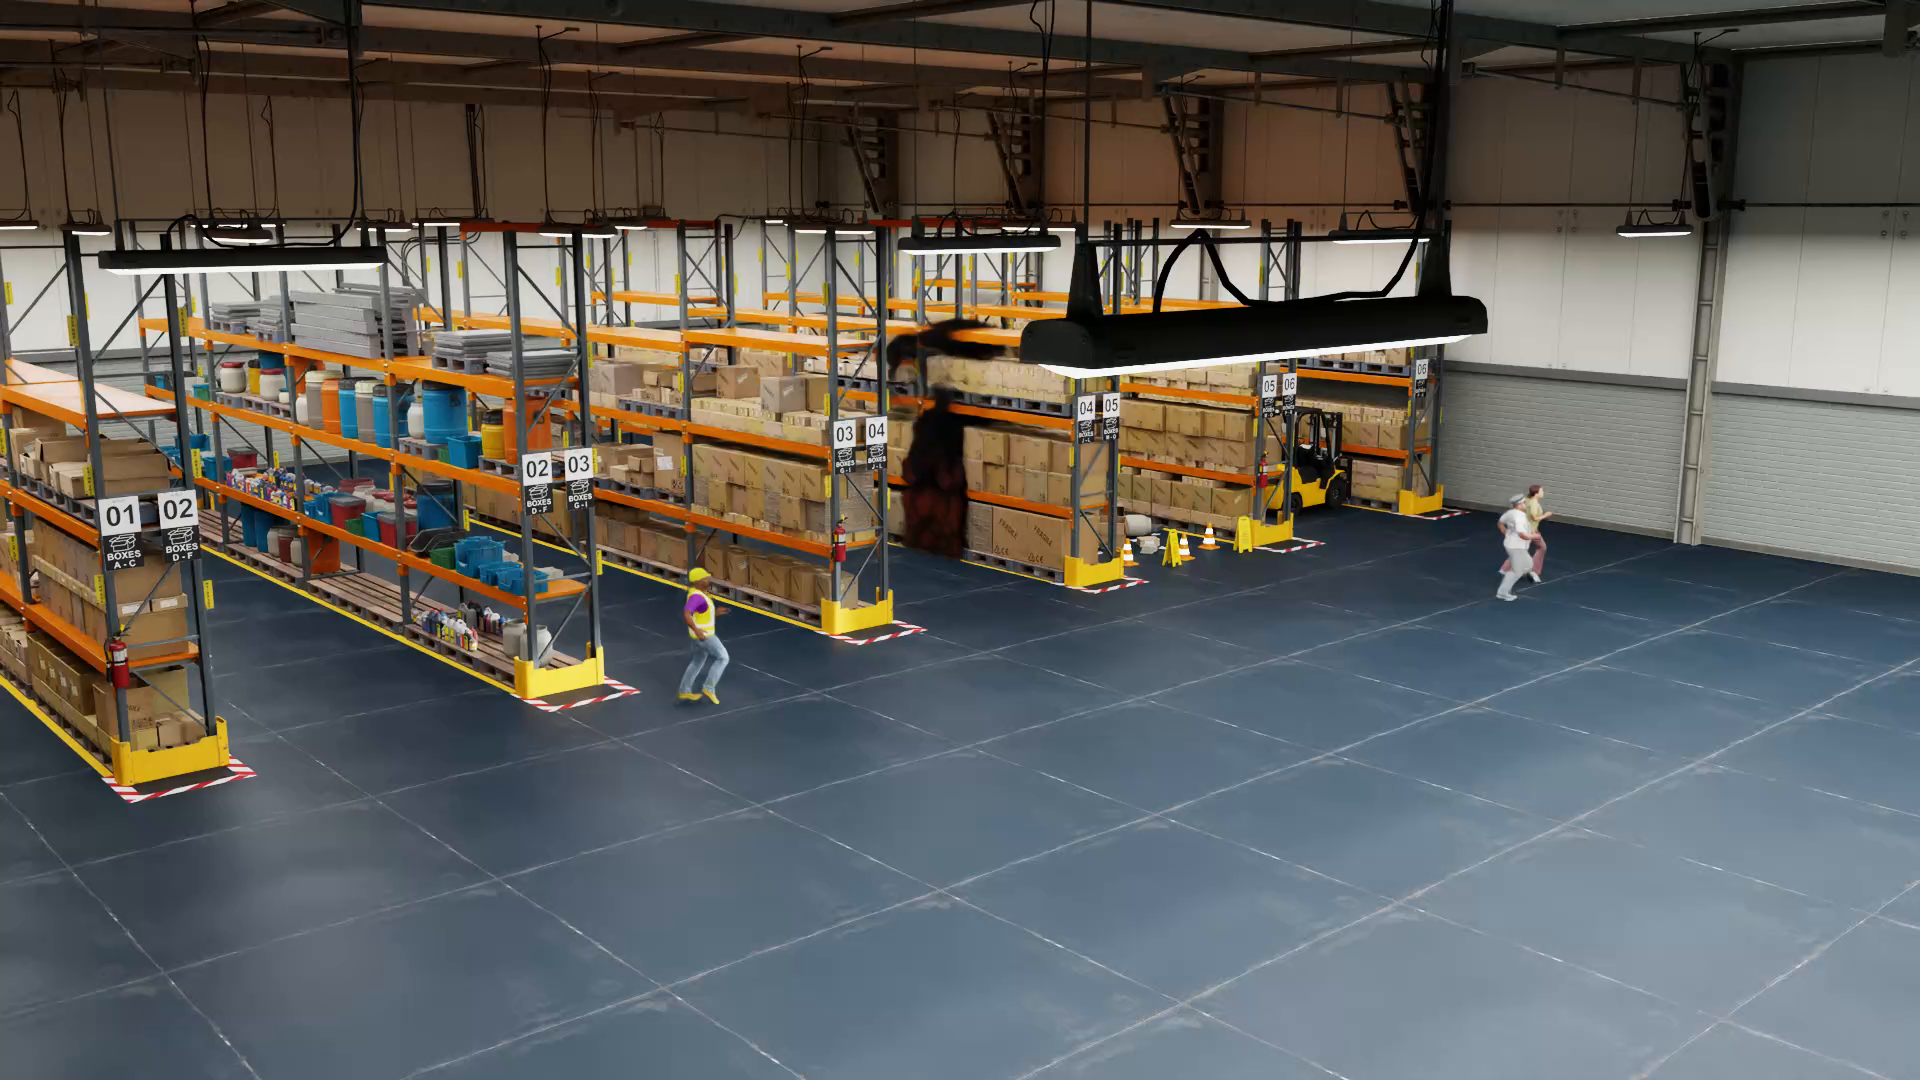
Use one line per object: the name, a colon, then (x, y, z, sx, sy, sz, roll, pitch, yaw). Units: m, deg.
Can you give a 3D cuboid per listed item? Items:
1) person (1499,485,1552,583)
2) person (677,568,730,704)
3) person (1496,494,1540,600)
person: (9.587, -0.095, 28.172, 0.795, 1.726, 0.547, 4, 12, 19)
person: (-3.281, 1.236, 21.316, 0.727, 1.798, 0.671, -4, 12, -21)
person: (9.043, 0.104, 26.888, 0.636, 1.742, 0.640, 1, 11, 5)
